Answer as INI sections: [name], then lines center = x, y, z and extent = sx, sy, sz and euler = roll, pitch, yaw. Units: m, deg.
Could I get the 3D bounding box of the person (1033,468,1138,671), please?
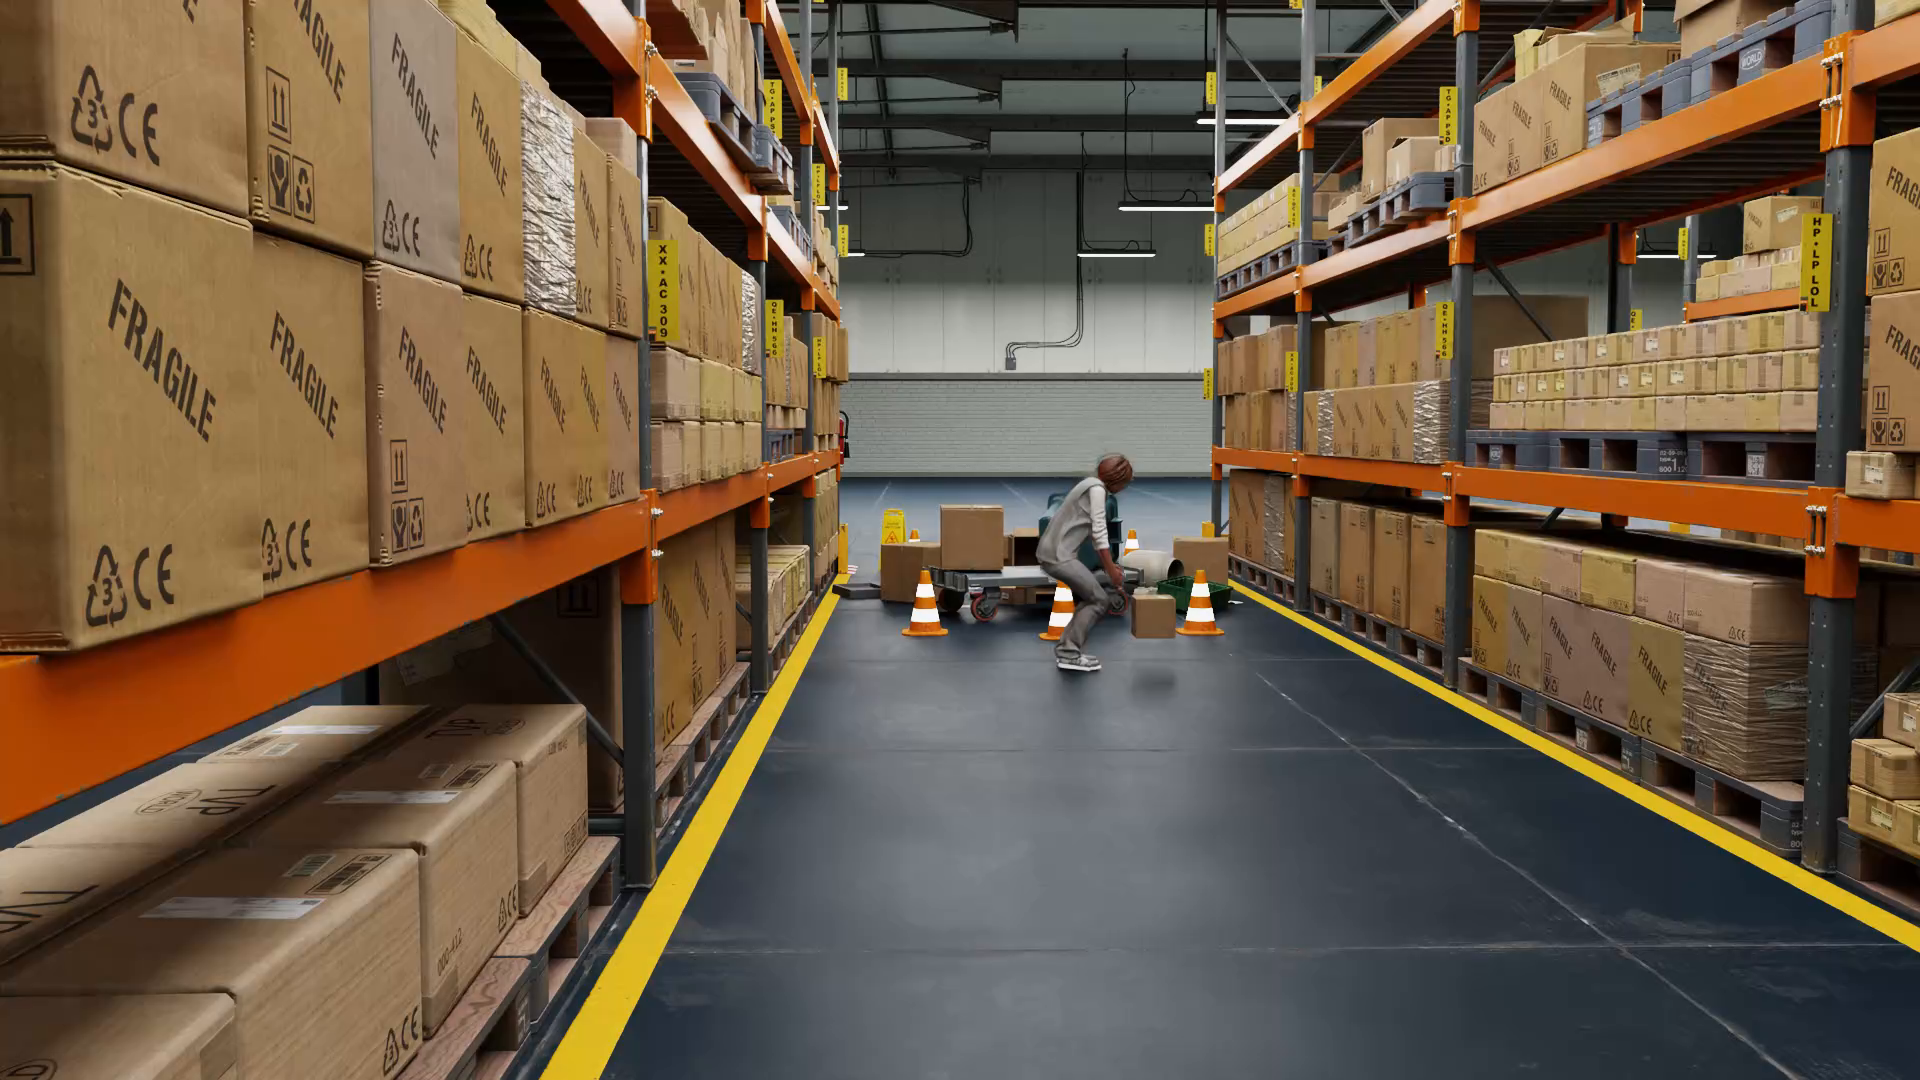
[person]
center = 0.794, 0.179, 10.549
extent = 0.671, 1.272, 0.463
euler = 0, 4, -1
